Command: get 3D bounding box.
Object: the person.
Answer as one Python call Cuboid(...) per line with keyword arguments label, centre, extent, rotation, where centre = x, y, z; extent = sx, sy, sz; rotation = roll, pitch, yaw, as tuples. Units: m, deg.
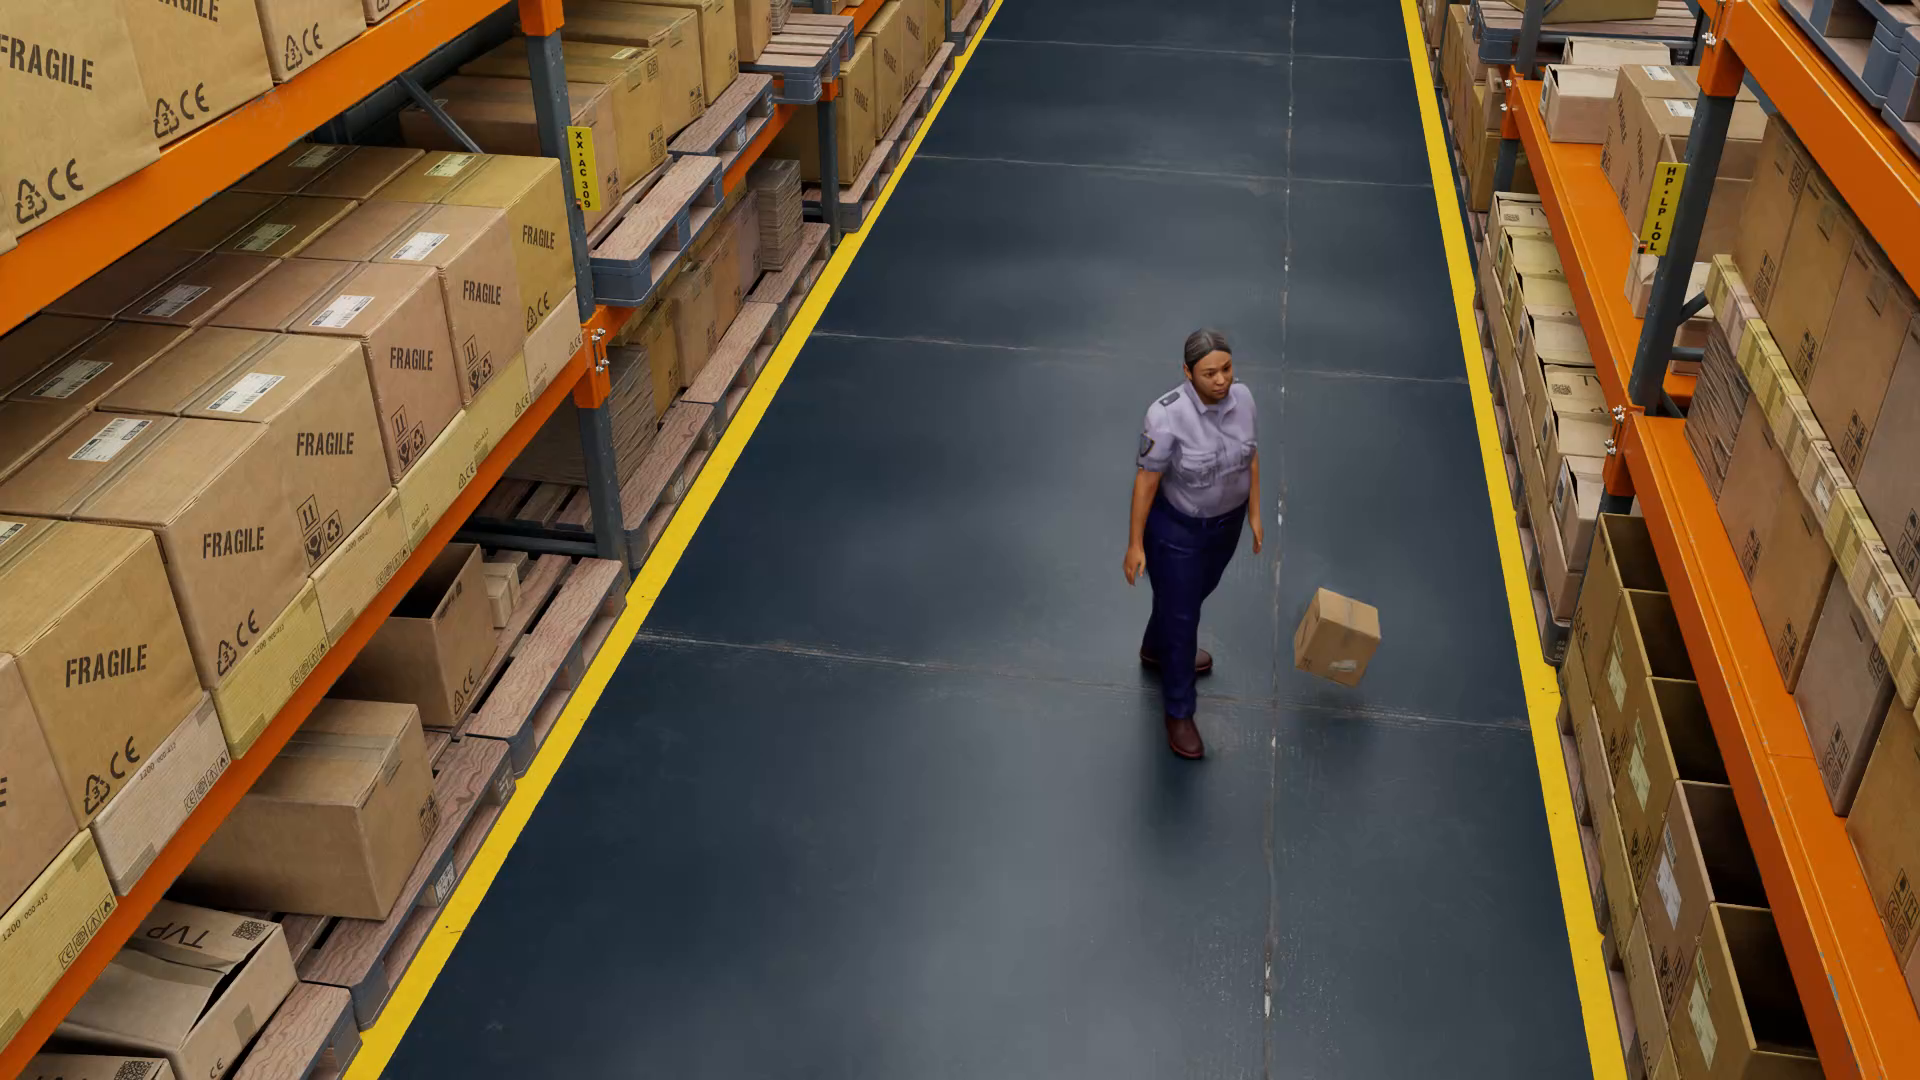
Cuboid(label="person", centre=(0.855, -0.033, 6.203), extent=(0.594, 1.640, 0.630), rotation=(-21, 38, -29))
